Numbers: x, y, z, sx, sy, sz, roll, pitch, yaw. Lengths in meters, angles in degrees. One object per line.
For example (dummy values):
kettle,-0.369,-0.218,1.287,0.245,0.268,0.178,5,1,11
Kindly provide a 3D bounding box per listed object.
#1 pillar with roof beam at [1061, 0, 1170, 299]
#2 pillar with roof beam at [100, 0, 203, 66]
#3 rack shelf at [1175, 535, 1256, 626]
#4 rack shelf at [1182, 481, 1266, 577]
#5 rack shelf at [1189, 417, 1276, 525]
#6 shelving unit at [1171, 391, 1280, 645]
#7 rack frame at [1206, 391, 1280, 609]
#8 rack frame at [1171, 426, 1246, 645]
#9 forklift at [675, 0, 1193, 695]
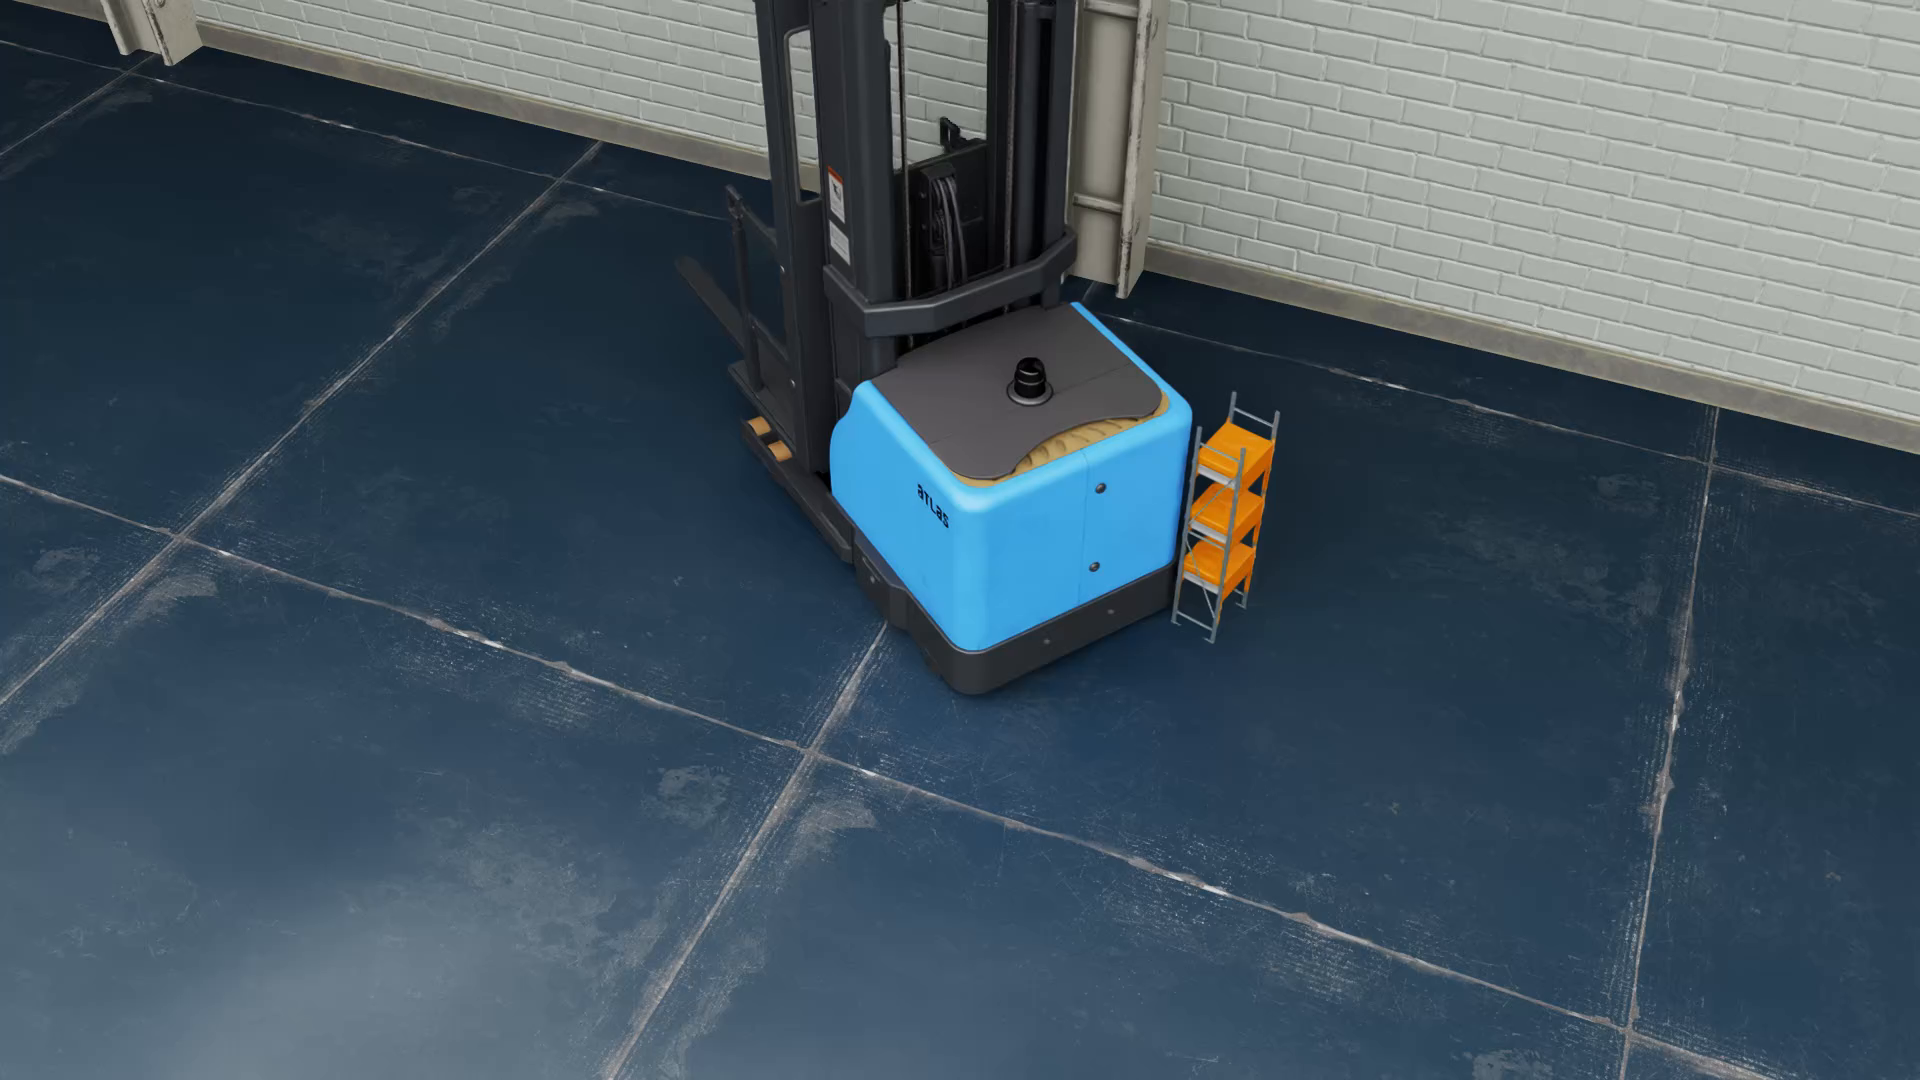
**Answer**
pillar with roof beam,-0.953,-1.743,2.461,0.400,9.000,9.100,16,47,16
pillar with roof beam,-6.491,-3.372,4.098,0.400,9.000,9.100,16,47,16
rack shelf,1.013,0.138,6.614,0.215,0.259,0.240,28,51,25
rack shelf,1.013,-0.058,6.418,0.215,0.259,0.240,28,51,25
rack shelf,1.014,-0.259,6.218,0.215,0.259,0.240,28,51,25
shelving unit,1.013,-0.066,6.411,0.215,1.050,0.252,28,51,25
rack frame,1.087,-0.134,6.479,0.200,1.050,0.008,28,51,25
rack frame,0.940,0.003,6.342,0.200,1.050,0.008,28,51,25
forklift,-0.327,-1.469,6.487,1.130,2.935,3.031,-23,49,-22
